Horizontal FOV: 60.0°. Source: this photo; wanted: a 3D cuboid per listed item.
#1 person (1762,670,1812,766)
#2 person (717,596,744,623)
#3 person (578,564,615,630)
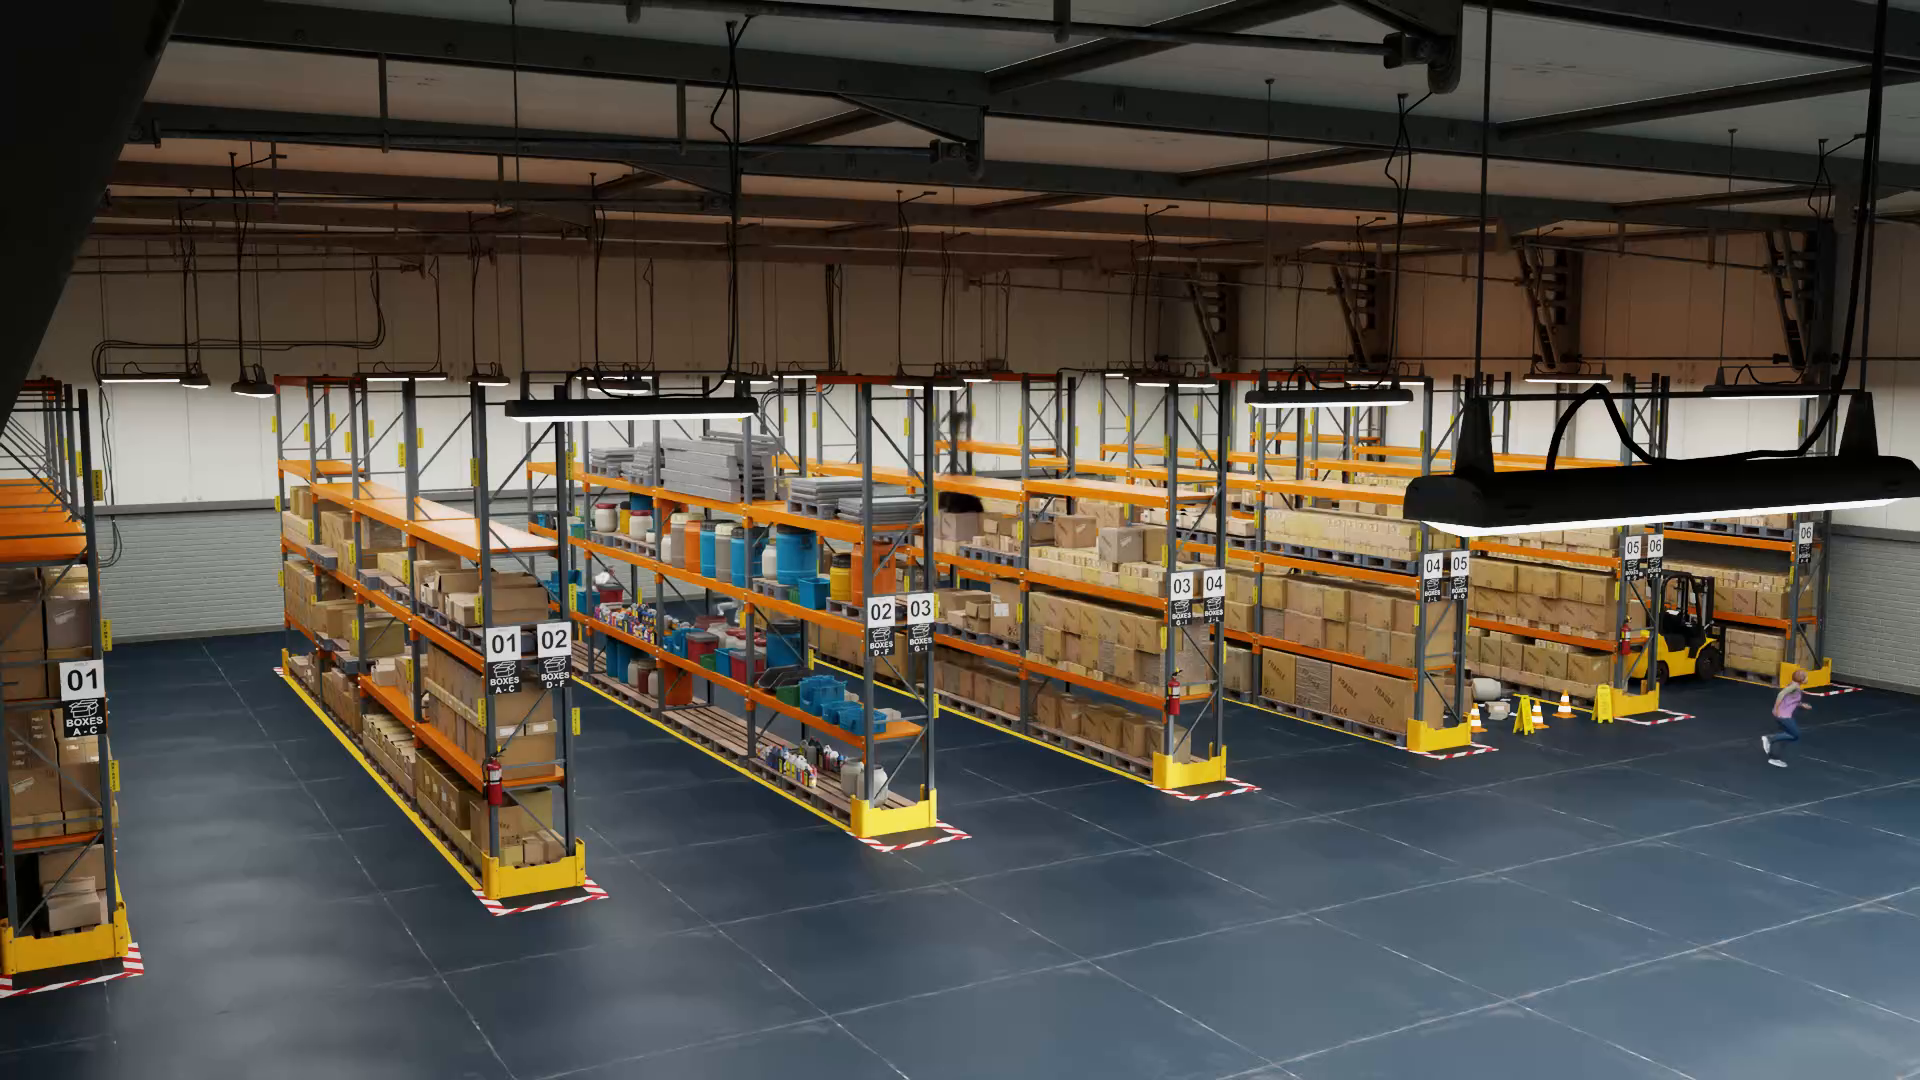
[{"bbox_3d":[12.860,2.764,25.854,0.666,1.530,0.527,2,7,21],"label":"person"},{"bbox_3d":[-5.423,1.209,39.796,0.802,1.611,0.560,0,6,3],"label":"person"},{"bbox_3d":[-8.376,1.382,38.263,0.962,1.619,0.599,-4,8,-35],"label":"person"}]
